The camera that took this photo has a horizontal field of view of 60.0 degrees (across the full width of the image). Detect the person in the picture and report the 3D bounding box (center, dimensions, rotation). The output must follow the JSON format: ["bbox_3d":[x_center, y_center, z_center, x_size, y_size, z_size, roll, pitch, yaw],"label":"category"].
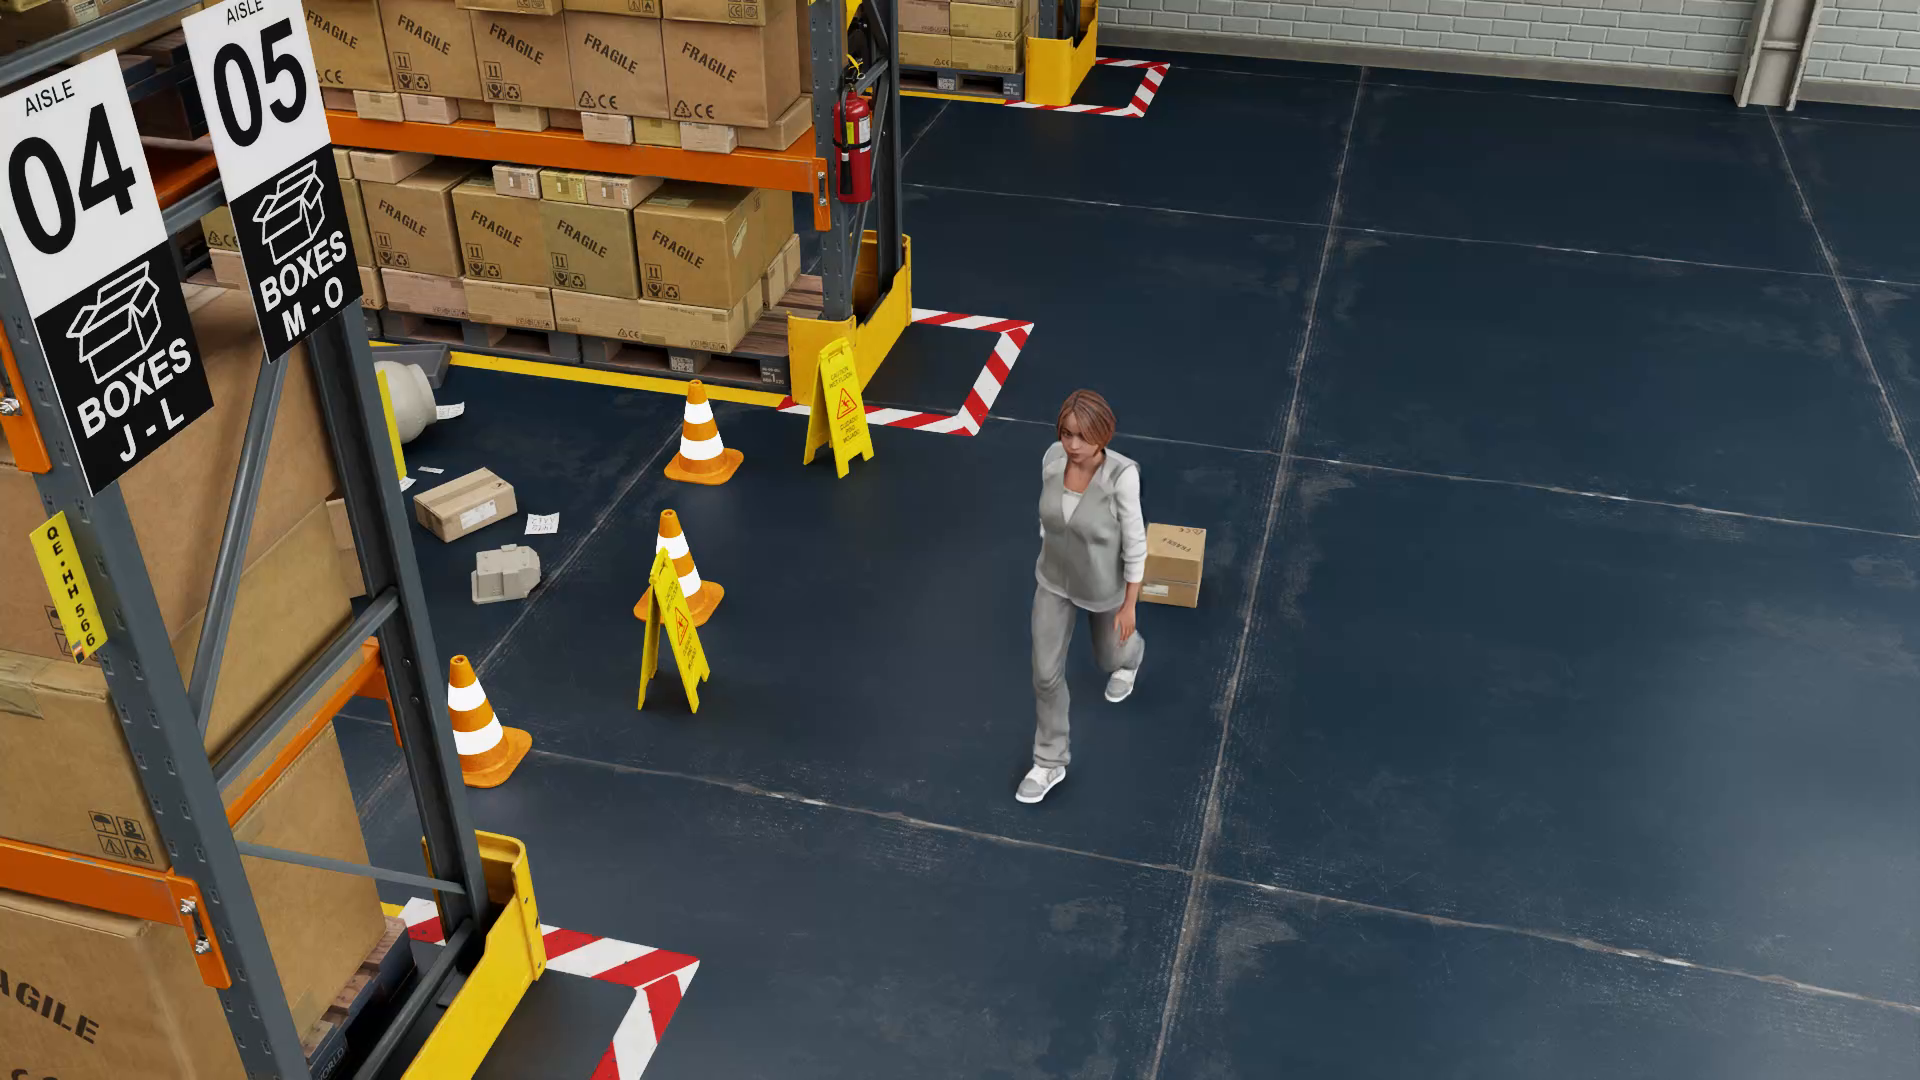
[{"bbox_3d":[0.482,0.132,5.937,0.428,1.554,0.877,15,36,22],"label":"person"}]
